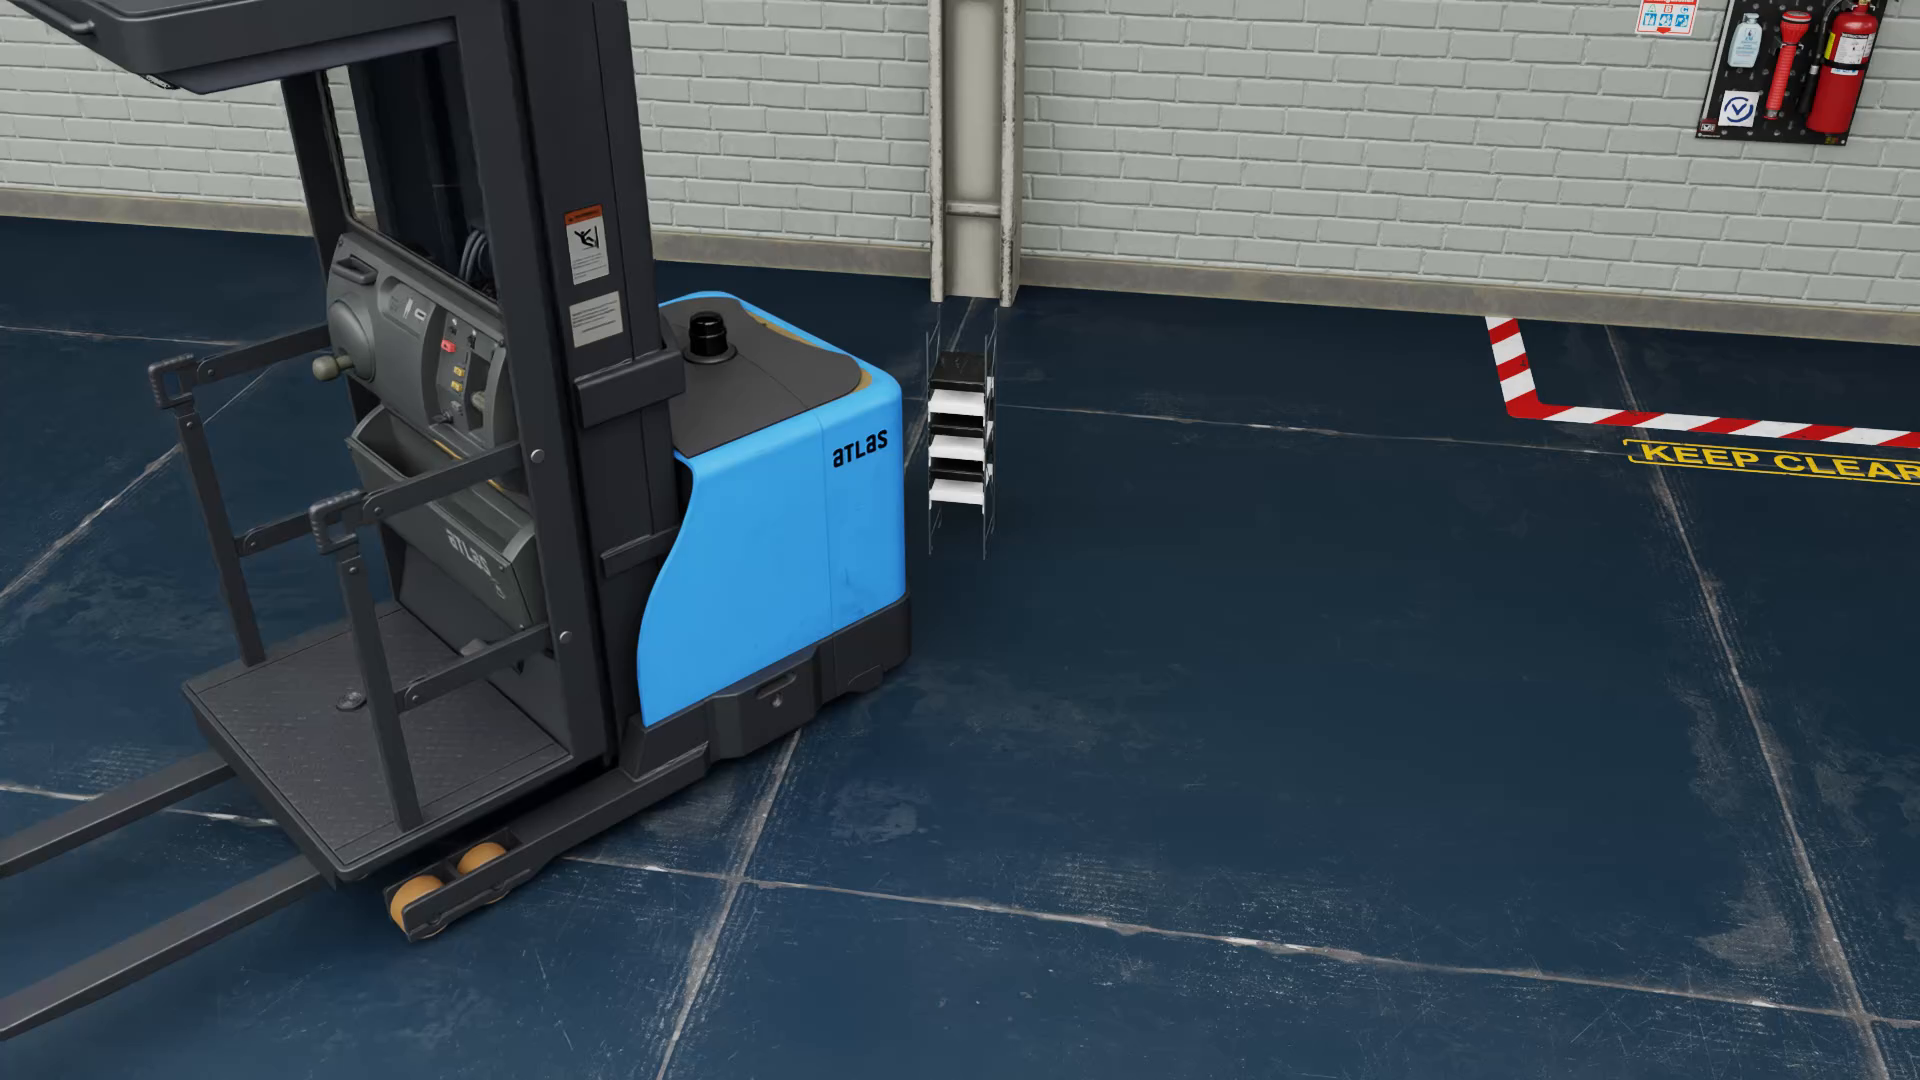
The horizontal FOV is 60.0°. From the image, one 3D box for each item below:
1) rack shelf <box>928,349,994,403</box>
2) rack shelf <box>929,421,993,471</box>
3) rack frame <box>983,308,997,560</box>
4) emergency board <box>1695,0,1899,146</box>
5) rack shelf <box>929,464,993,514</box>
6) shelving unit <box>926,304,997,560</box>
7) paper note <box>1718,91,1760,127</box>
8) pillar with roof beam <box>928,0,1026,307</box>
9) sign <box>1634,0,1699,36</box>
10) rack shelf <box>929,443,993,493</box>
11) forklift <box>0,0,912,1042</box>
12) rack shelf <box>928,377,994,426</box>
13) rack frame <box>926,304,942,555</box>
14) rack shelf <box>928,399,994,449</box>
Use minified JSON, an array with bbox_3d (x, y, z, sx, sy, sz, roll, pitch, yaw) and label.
[{"bbox_3d":[0.008,-0.581,5.884,0.200,0.077,0.258,5,32,8],"label":"rack shelf"},{"bbox_3d":[0.008,-0.352,6.028,0.200,0.077,0.258,5,32,8],"label":"rack shelf"},{"bbox_3d":[0.108,-0.372,5.996,0.006,0.900,0.240,5,32,8],"label":"rack frame"},{"bbox_3d":[3.564,-2.204,6.944,0.643,1.169,0.194,5,32,8],"label":"emergency board"},{"bbox_3d":[0.008,-0.200,6.123,0.200,0.077,0.258,5,32,8],"label":"rack shelf"},{"bbox_3d":[0.008,-0.381,6.010,0.210,0.900,0.258,5,32,8],"label":"shelving unit"},{"bbox_3d":[3.401,-1.882,7.260,0.142,0.148,0.016,5,32,8],"label":"paper note"},{"bbox_3d":[-0.645,-2.790,2.226,0.400,9.000,9.100,5,32,8],"label":"pillar with roof beam"},{"bbox_3d":[3.036,-2.322,7.099,0.234,0.329,0.001,5,32,8],"label":"sign"},{"bbox_3d":[0.008,-0.276,6.076,0.200,0.077,0.258,5,32,8],"label":"rack shelf"},{"bbox_3d":[-1.586,-0.474,4.245,3.031,2.935,1.130,-26,40,-35],"label":"forklift"},{"bbox_3d":[0.008,-0.505,5.932,0.200,0.077,0.258,5,32,8],"label":"rack shelf"},{"bbox_3d":[-0.092,-0.390,6.025,0.006,0.900,0.240,5,32,8],"label":"rack frame"},{"bbox_3d":[0.008,-0.429,5.980,0.200,0.077,0.258,5,32,8],"label":"rack shelf"}]
